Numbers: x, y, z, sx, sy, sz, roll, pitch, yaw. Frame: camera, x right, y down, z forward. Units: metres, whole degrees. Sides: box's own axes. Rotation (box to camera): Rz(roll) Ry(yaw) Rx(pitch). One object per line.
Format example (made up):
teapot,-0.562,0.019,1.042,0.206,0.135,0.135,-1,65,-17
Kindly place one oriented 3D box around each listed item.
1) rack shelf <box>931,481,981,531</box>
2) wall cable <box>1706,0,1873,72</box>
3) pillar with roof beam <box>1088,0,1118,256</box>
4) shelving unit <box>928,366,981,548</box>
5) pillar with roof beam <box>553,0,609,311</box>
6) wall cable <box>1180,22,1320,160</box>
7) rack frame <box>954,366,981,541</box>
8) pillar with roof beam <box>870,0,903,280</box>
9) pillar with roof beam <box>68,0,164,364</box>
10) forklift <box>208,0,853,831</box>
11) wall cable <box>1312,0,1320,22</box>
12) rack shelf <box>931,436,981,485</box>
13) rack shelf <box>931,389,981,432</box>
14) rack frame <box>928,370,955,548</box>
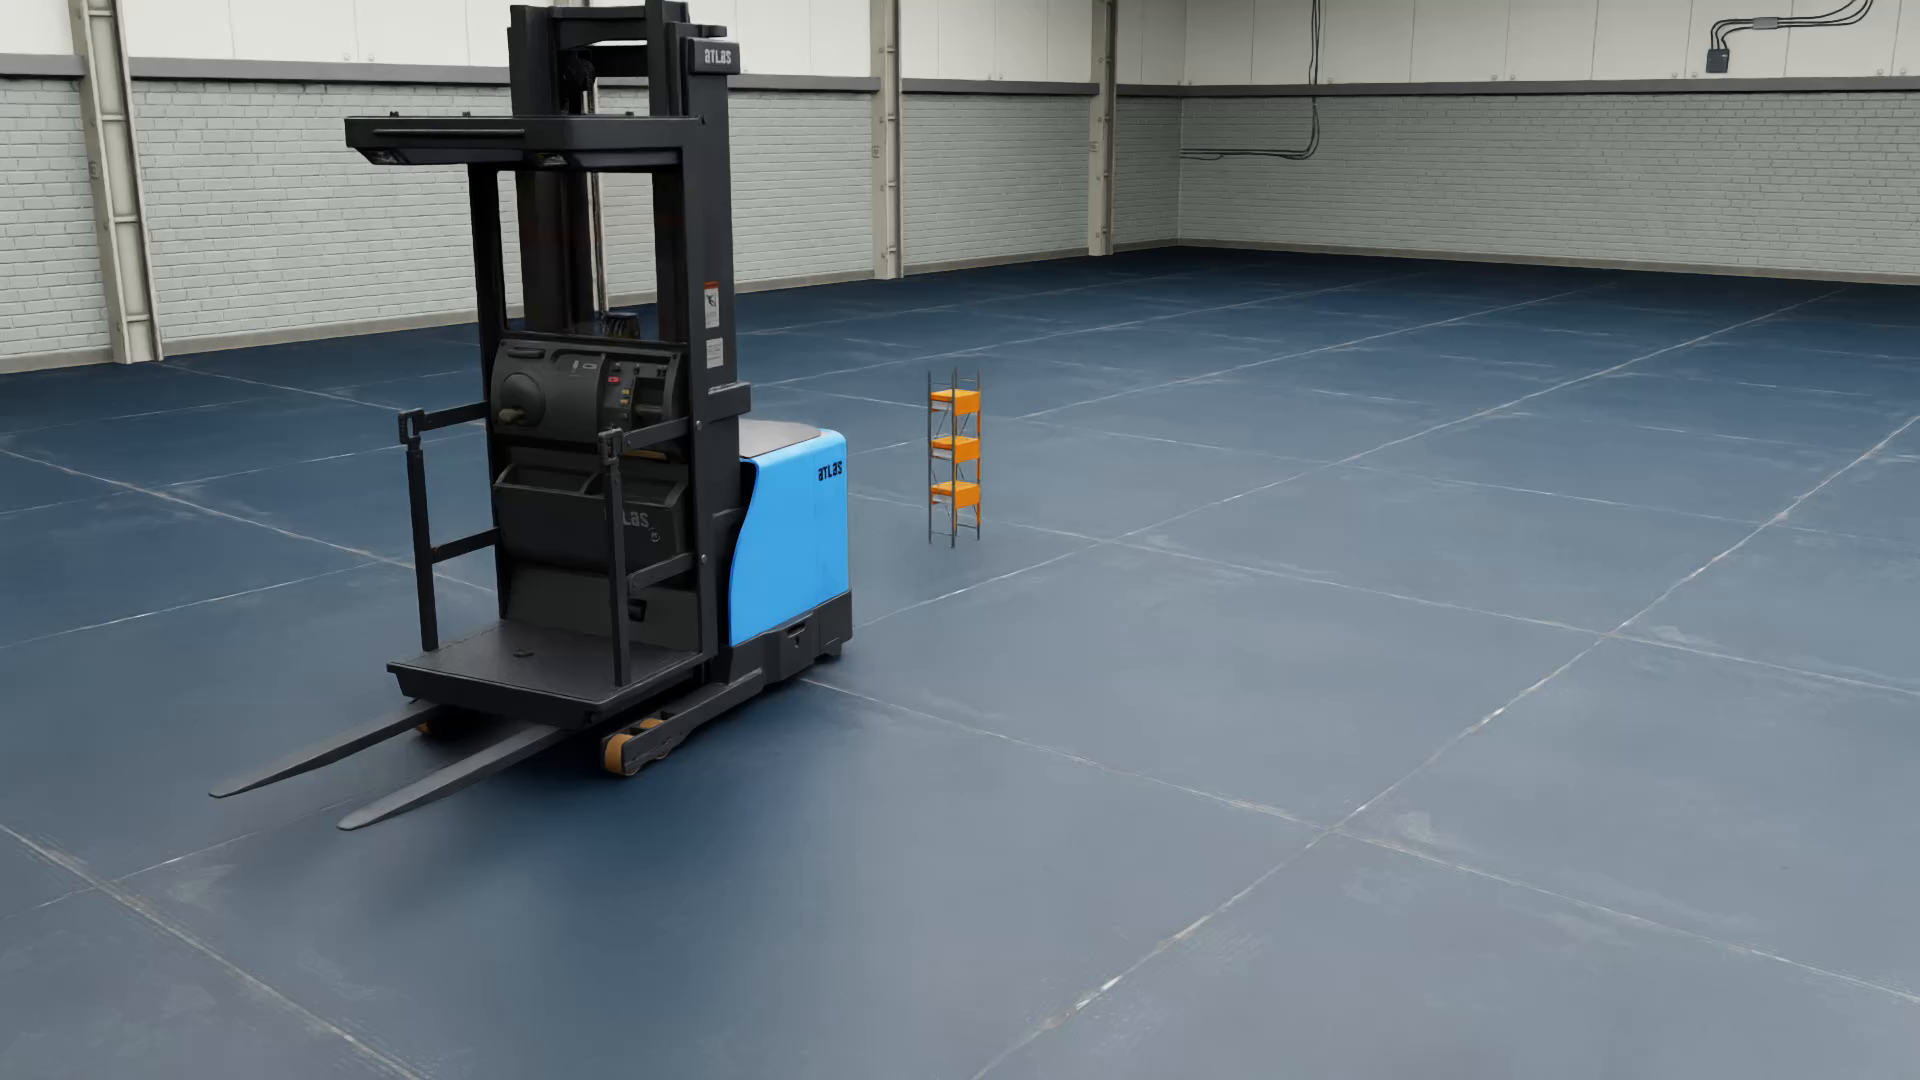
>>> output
rack shelf,-0.034,-0.219,10.024,0.215,0.259,0.240,11,18,38
wall cable,12.877,-10.242,25.255,2.305,6.003,0.169,11,18,38
pillar with roof beam,5.971,-9.040,27.431,9.100,9.000,0.400,11,18,38
shelving unit,-0.034,-0.499,9.953,0.215,1.050,0.252,11,18,38
pillar with roof beam,-1.571,-6.742,18.384,9.100,9.000,0.400,11,18,38
wall cable,5.502,-8.560,31.851,3.097,2.526,0.112,11,18,38
rack frame,0.043,-0.522,10.045,0.200,1.050,0.008,11,18,38
pillar with roof beam,2.200,-7.891,22.907,9.100,9.000,0.400,11,18,38
pillar with roof beam,-5.342,-5.593,13.861,9.100,9.000,0.400,11,18,38
forklift,-1.629,-0.622,6.617,1.130,2.935,3.031,7,16,26
wall cable,7.607,-10.590,29.581,3.097,2.526,0.112,11,18,38
rack shelf,-0.034,-0.488,9.956,0.215,0.259,0.240,11,18,38
rack shelf,-0.034,-0.763,9.886,0.215,0.259,0.240,11,18,38
rack frame,-0.110,-0.475,9.861,0.200,1.050,0.008,11,18,38
